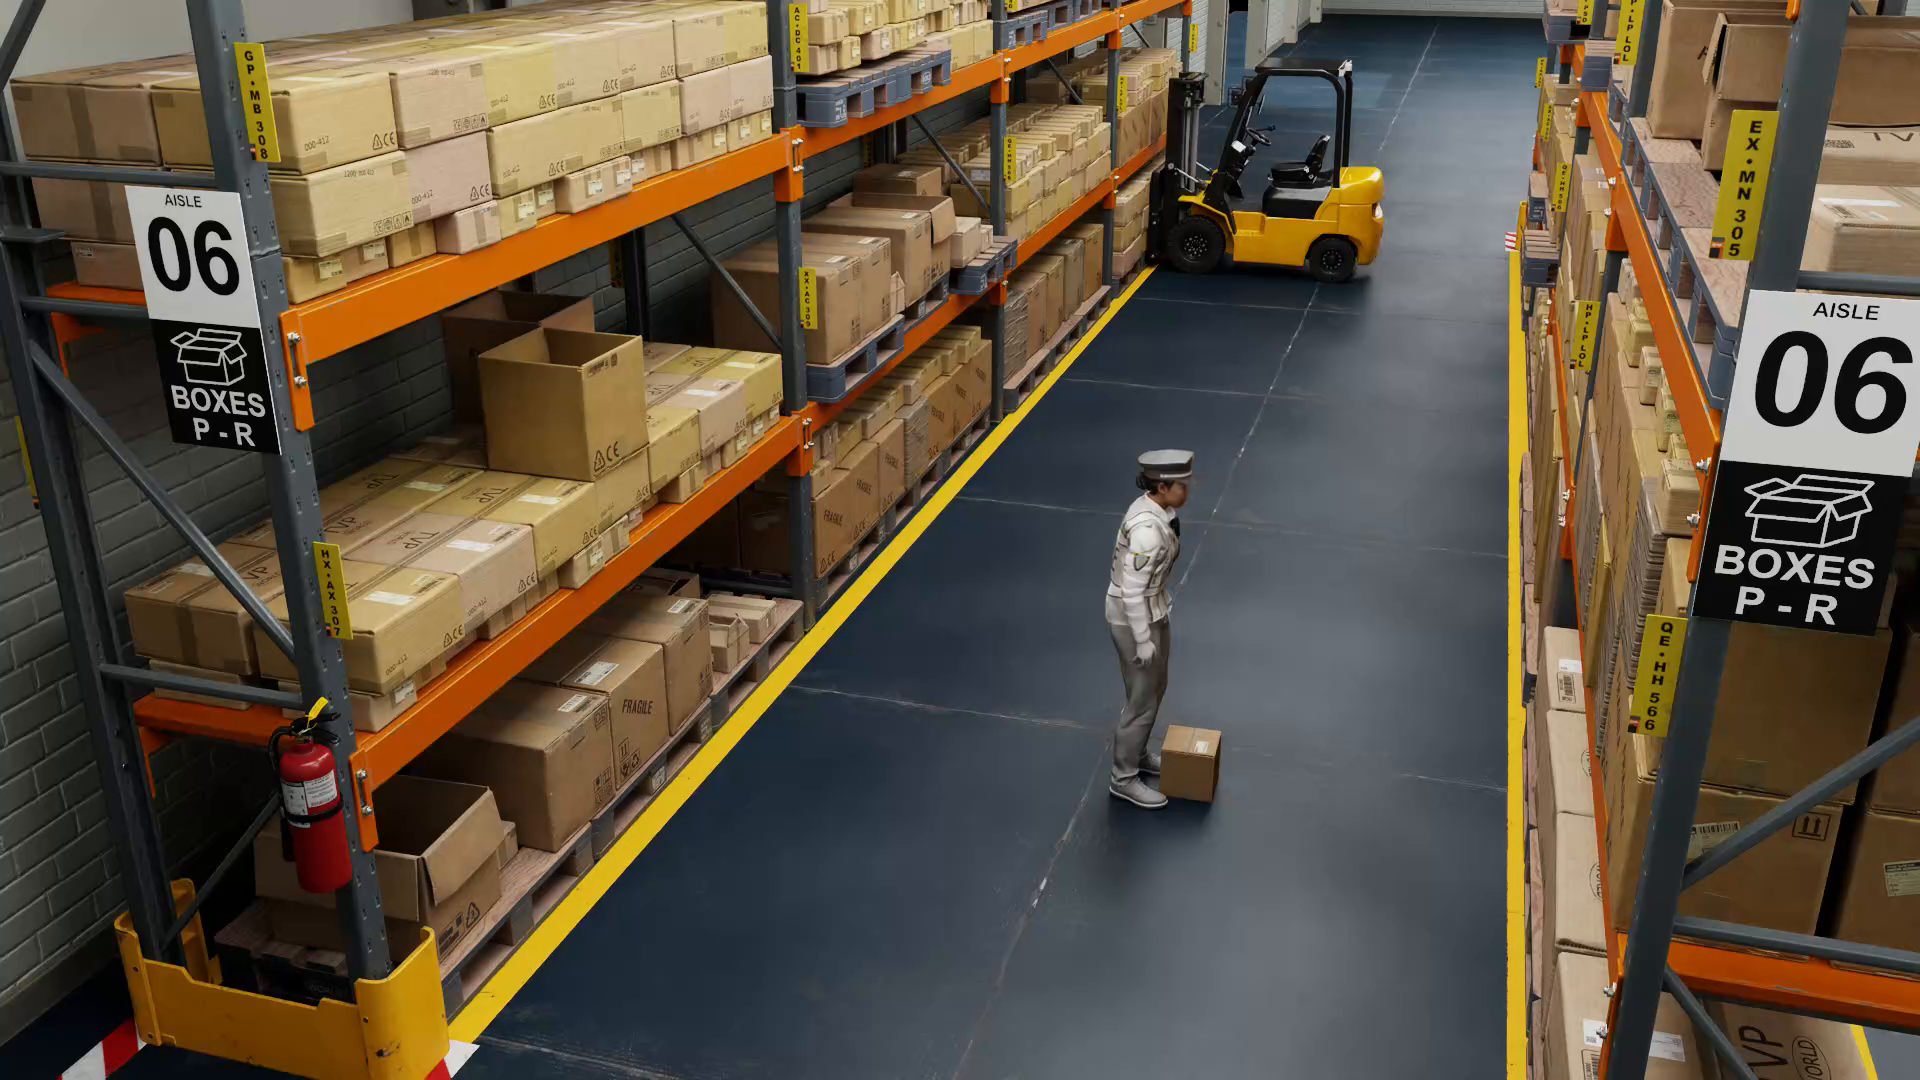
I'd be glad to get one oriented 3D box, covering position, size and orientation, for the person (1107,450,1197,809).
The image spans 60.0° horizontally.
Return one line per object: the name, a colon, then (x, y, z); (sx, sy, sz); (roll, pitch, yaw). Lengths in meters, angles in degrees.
person: (0.859, 0.392, 7.618); (0.358, 1.663, 0.449); (6, 23, 15)
